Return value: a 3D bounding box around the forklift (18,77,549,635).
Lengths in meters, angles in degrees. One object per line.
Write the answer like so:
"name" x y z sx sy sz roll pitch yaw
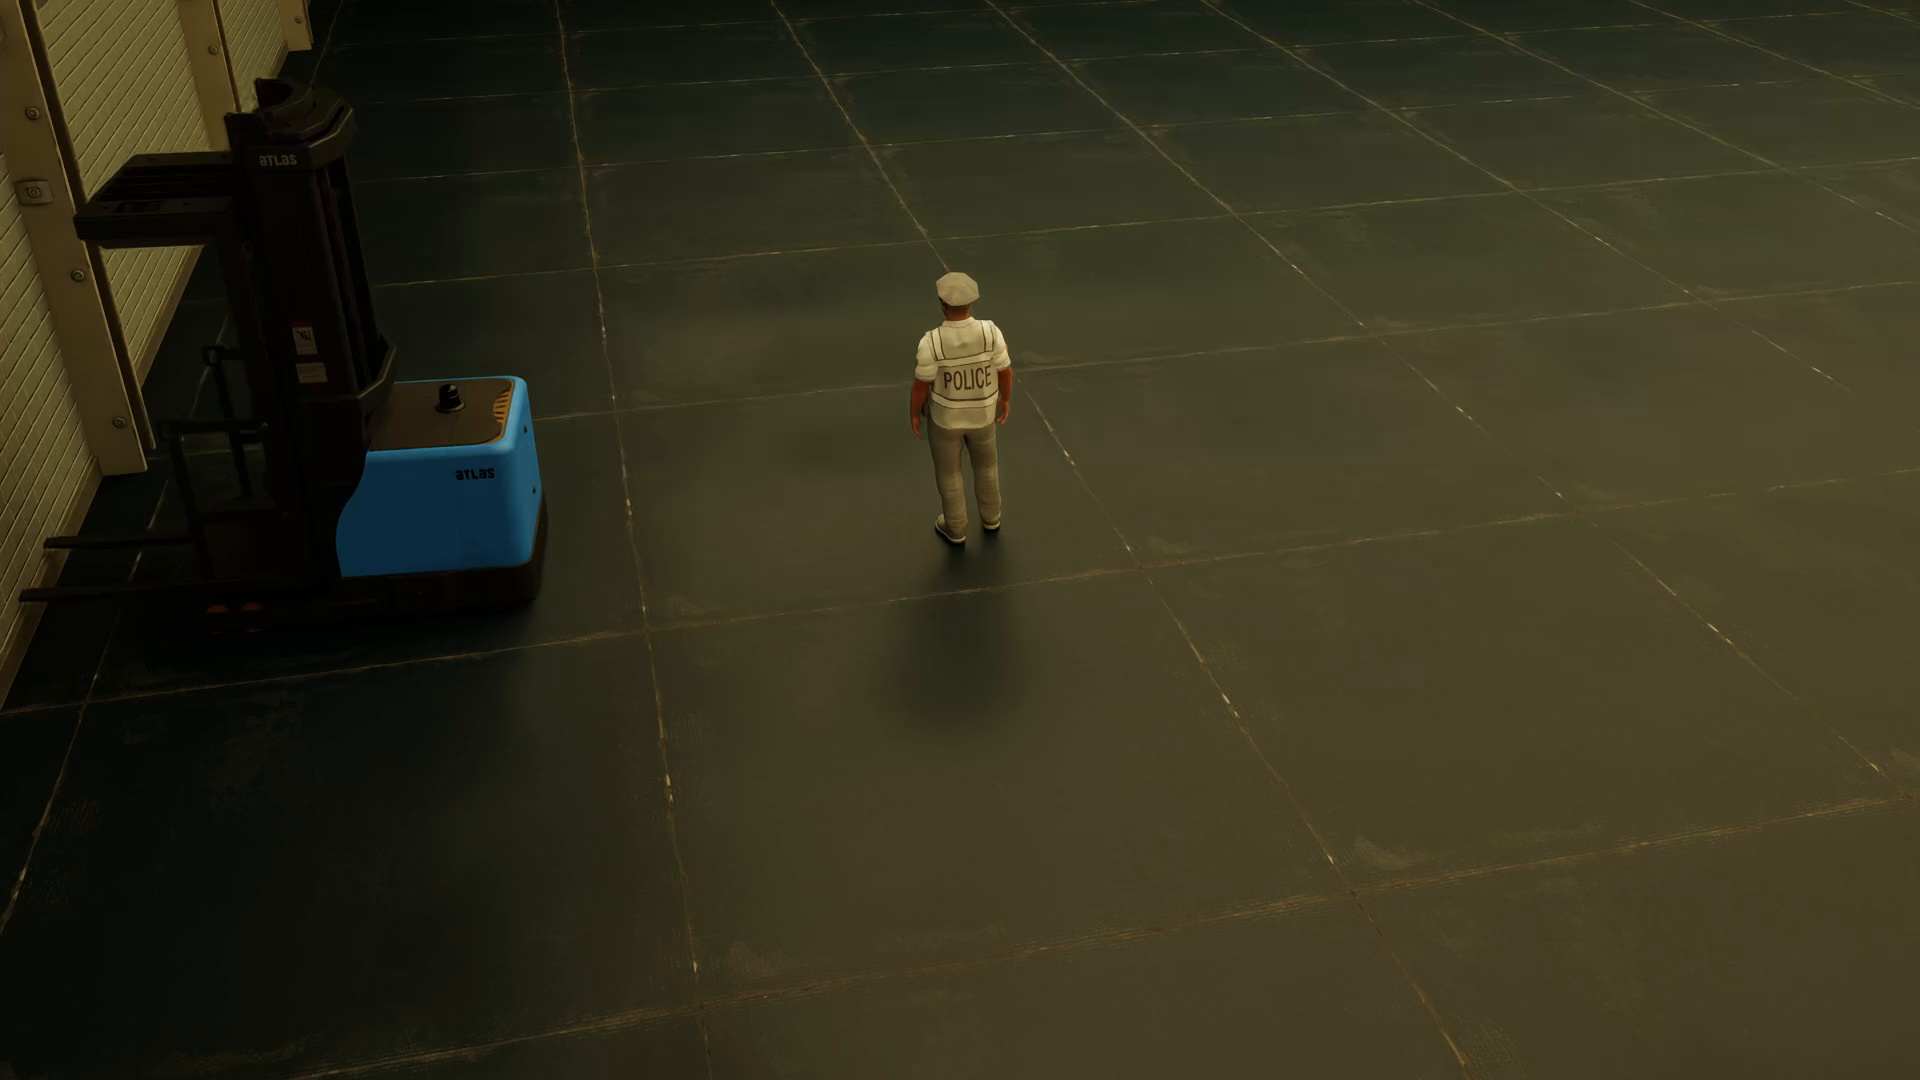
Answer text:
"forklift" -4.054 -1.007 9.313 3.031 2.935 1.130 -4 30 -7

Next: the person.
"person" -0.007 -0.818 10.118 0.641 1.781 0.574 -7 31 -12
